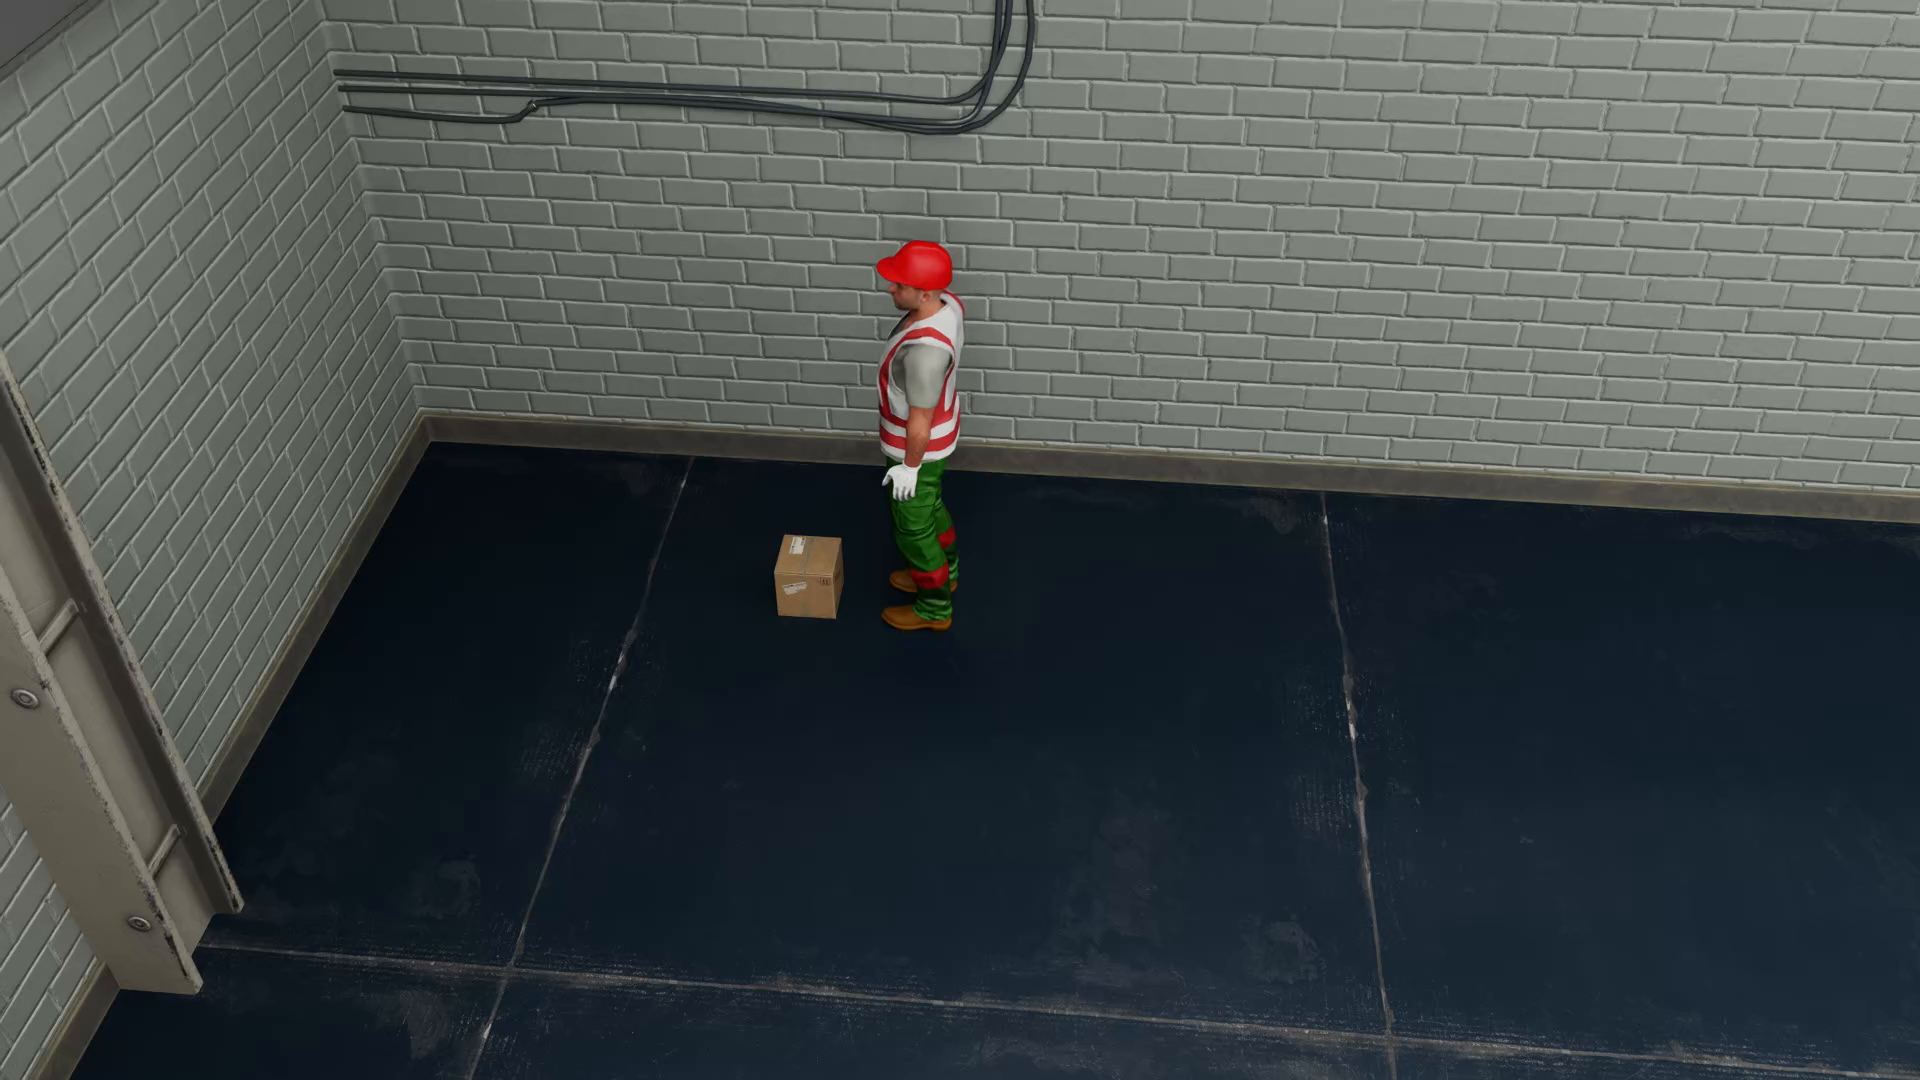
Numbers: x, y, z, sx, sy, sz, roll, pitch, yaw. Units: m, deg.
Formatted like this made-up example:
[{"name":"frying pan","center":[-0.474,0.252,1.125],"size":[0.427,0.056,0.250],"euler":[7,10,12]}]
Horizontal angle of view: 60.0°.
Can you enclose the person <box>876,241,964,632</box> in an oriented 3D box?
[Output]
[{"name":"person","center":[-0.159,-0.398,6.618],"size":[0.338,1.785,0.524],"euler":[4,40,5]}]
